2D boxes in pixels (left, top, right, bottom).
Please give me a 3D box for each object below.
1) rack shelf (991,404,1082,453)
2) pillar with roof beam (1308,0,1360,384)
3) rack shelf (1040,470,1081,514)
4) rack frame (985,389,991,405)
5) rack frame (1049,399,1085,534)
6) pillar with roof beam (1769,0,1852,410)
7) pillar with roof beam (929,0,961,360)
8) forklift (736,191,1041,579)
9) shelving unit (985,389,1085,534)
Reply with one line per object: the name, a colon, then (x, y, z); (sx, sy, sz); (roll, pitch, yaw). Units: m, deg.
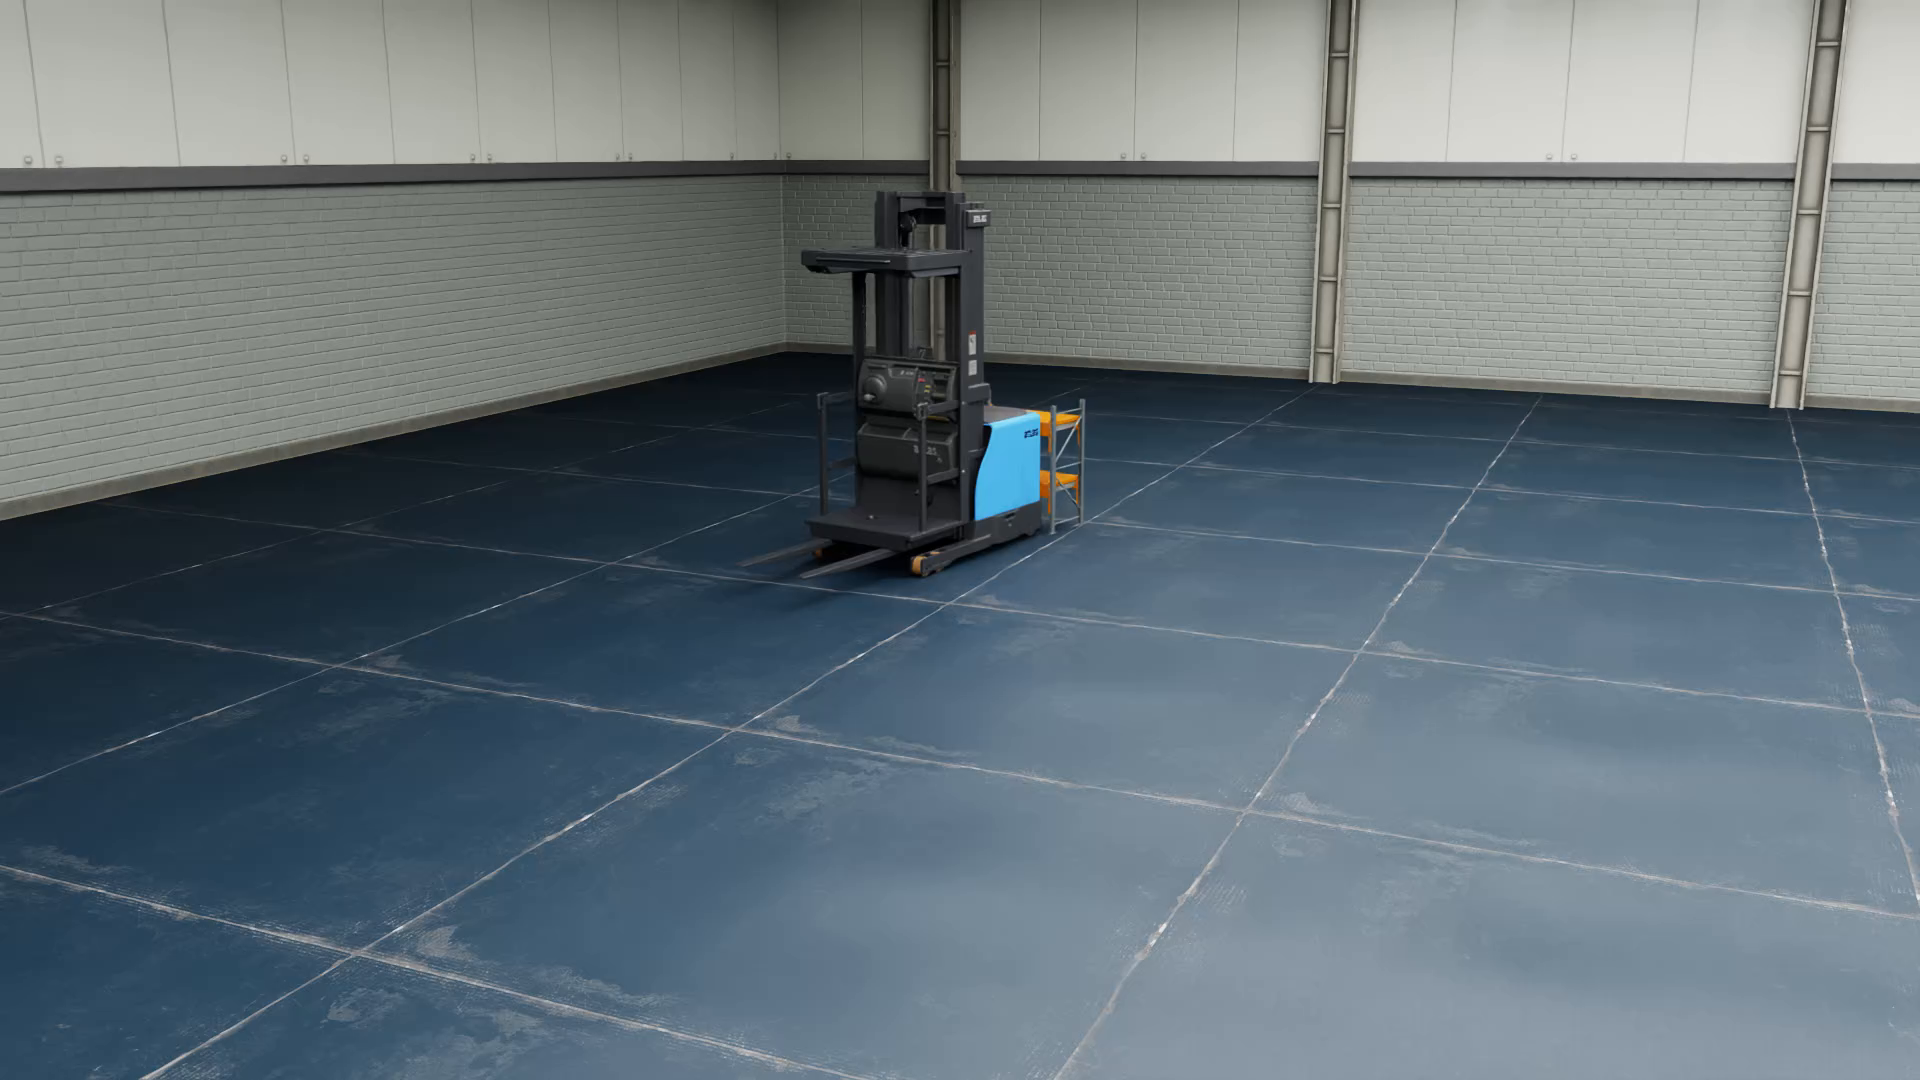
rack shelf: (0.530, -0.999, 14.769); (1.000, 0.278, 0.538); (10, 16, 36)
pillar with roof beam: (3.514, -5.767, 19.132); (0.400, 9.000, 9.100); (6, 14, 23)
rack shelf: (0.529, -0.476, 14.892); (1.000, 0.278, 0.538); (10, 16, 36)
rack frame: (0.122, -0.783, 15.131); (0.032, 1.125, 0.500); (10, 16, 36)
rack frame: (0.937, -0.645, 14.540); (0.032, 1.125, 0.500); (10, 16, 36)
pillar with roof beam: (9.000, -5.212, 16.766); (0.400, 9.000, 9.100); (6, 14, 23)
pillar with roof beam: (-1.971, -6.322, 21.498); (0.400, 9.000, 9.100); (6, 14, 23)
forklift: (-0.548, -1.262, 13.217); (1.130, 2.935, 3.031); (9, 16, 34)
shelving unit: (0.529, -0.714, 14.836); (1.048, 1.125, 0.538); (10, 16, 36)
